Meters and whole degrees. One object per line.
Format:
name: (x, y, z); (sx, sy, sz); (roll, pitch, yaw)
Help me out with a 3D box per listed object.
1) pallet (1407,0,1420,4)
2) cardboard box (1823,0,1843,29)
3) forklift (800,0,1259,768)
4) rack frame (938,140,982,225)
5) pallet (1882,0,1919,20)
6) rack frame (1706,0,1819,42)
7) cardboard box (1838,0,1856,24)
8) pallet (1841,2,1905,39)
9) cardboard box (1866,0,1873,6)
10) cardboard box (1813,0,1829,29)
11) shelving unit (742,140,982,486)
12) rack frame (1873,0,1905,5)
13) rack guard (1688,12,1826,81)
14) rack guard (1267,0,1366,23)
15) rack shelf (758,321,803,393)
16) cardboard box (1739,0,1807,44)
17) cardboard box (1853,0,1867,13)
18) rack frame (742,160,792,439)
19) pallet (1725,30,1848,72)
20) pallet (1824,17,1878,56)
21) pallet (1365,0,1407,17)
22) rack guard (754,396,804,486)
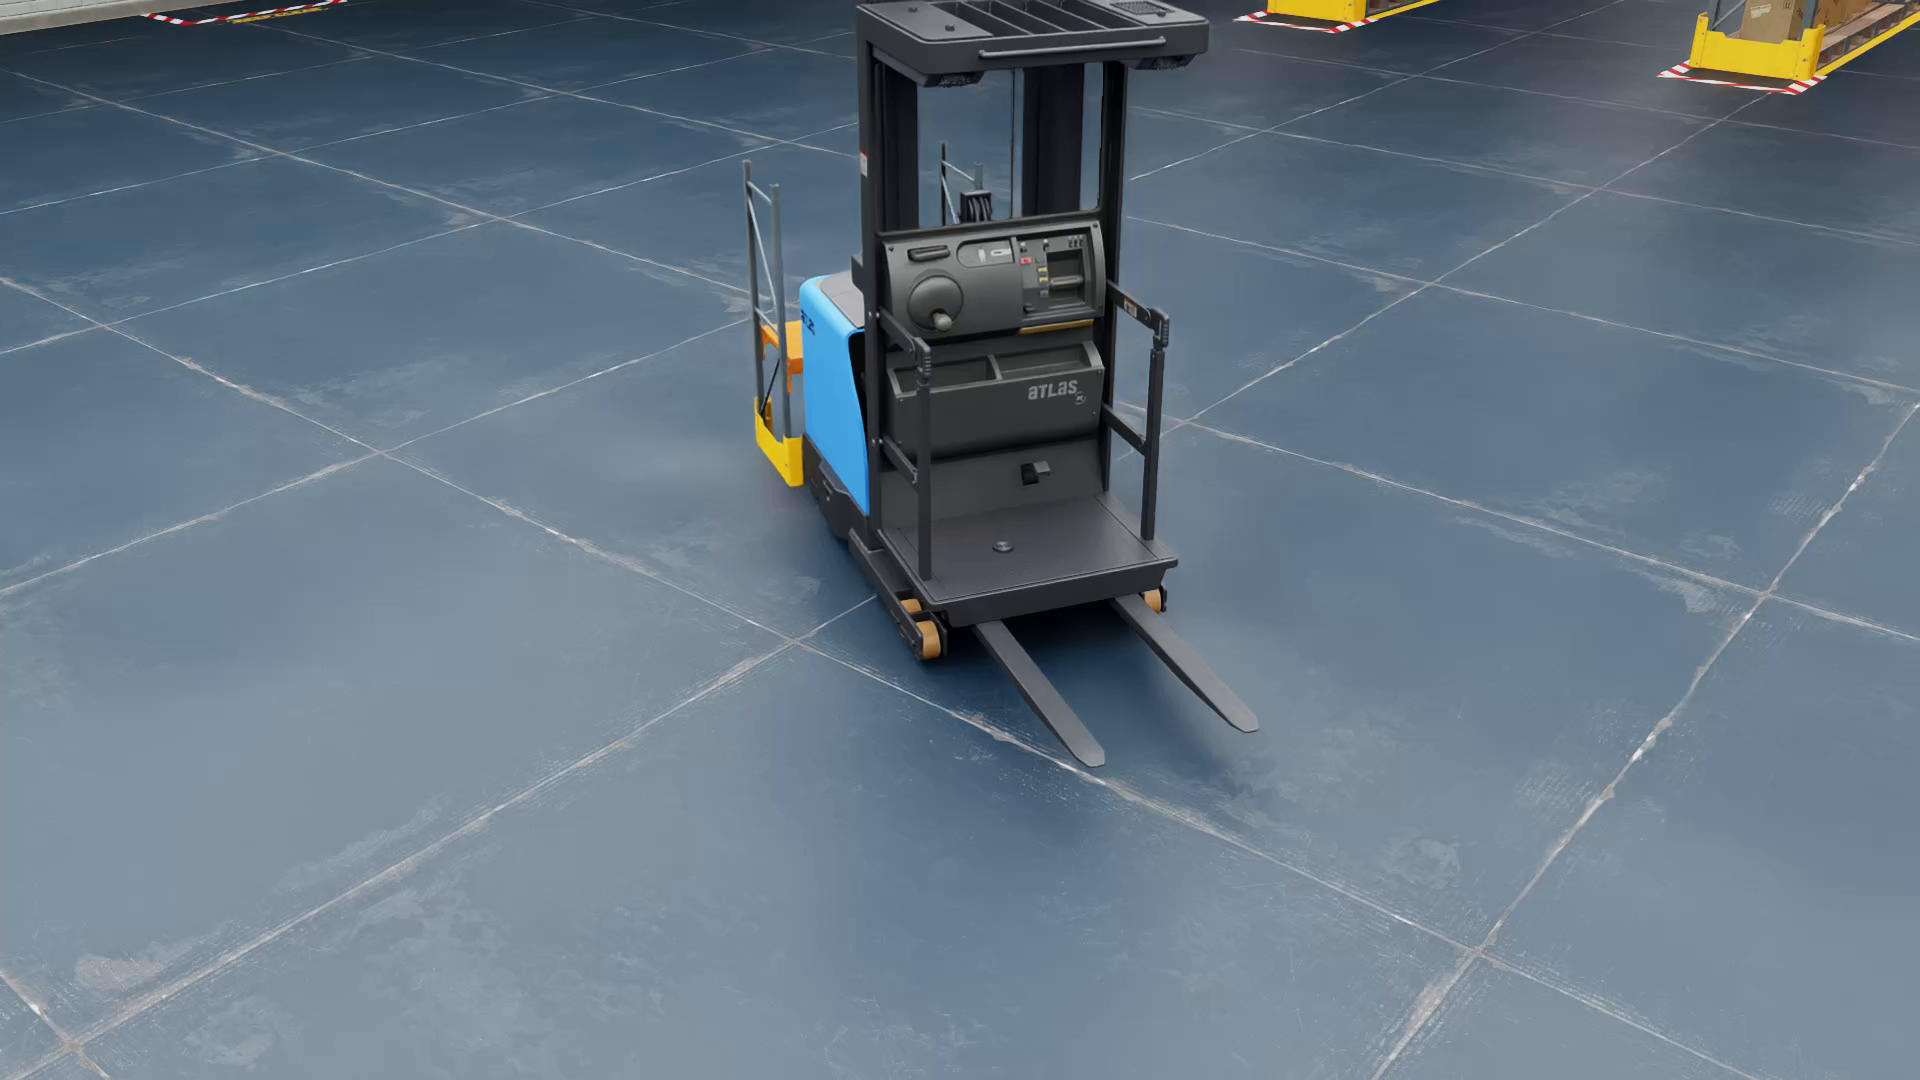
pallet: (5.540, -7.080, 21.207); (1.003, 0.211, 1.213); (21, 34, 34)
cardboard box: (9.230, -5.845, 18.047); (0.500, 0.500, 0.500); (25, 36, 39)
forklift: (0.228, -1.024, 6.539); (1.130, 2.935, 3.031); (-10, 29, -18)
rack frame: (-0.004, -1.243, 8.521); (0.032, 1.500, 0.500); (-11, 29, -20)
pallet: (11.091, -6.570, 20.220); (1.003, 0.211, 1.213); (21, 34, 34)
rack frame: (8.053, -6.113, 16.303); (1.000, 3.000, 0.127); (21, 34, 34)
cardboard box: (9.619, -6.029, 18.404); (0.500, 0.500, 0.500); (17, 32, 30)
pallet: (10.197, -6.045, 19.205); (1.003, 0.211, 1.213); (21, 34, 34)
cardboard box: (10.312, -6.478, 19.271); (0.500, 0.500, 0.500); (20, 33, 33)
cardboard box: (8.817, -5.628, 17.628); (0.500, 0.500, 0.500); (-18, 32, -31)
shelving unit: (-0.464, -1.155, 8.349); (1.083, 1.500, 0.587); (-11, 29, -20)
rack frame: (10.597, -7.532, 19.044); (1.000, 3.000, 0.127); (21, 34, 34)
rack guard: (8.101, -5.030, 16.929); (1.175, 0.500, 0.348); (21, 34, 34)
rack guard: (4.243, -6.491, 19.754); (1.175, 0.500, 0.348); (21, 34, 34)
rack shelf: (-0.472, -0.993, 8.429); (1.000, 0.185, 0.538); (-11, 29, -20)
cardboard box: (8.463, -5.406, 17.199); (0.500, 0.500, 0.500); (-21, 34, -35)
cardboard box: (9.953, -6.273, 18.874); (0.500, 0.500, 0.500); (-16, 31, -28)
rack frame: (-0.941, -1.063, 8.172); (0.032, 1.500, 0.500); (-11, 29, -20)
pallet: (8.645, -5.180, 17.533); (1.003, 0.211, 1.213); (21, 34, 34)
pallet: (9.421, -5.610, 18.365); (1.003, 0.211, 1.213); (21, 34, 34)
pallet: (4.764, -6.650, 20.374); (1.003, 0.211, 1.213); (21, 34, 34)
rack guard: (-0.923, -0.511, 8.466); (0.087, 0.250, 0.587); (-11, 29, -20)
